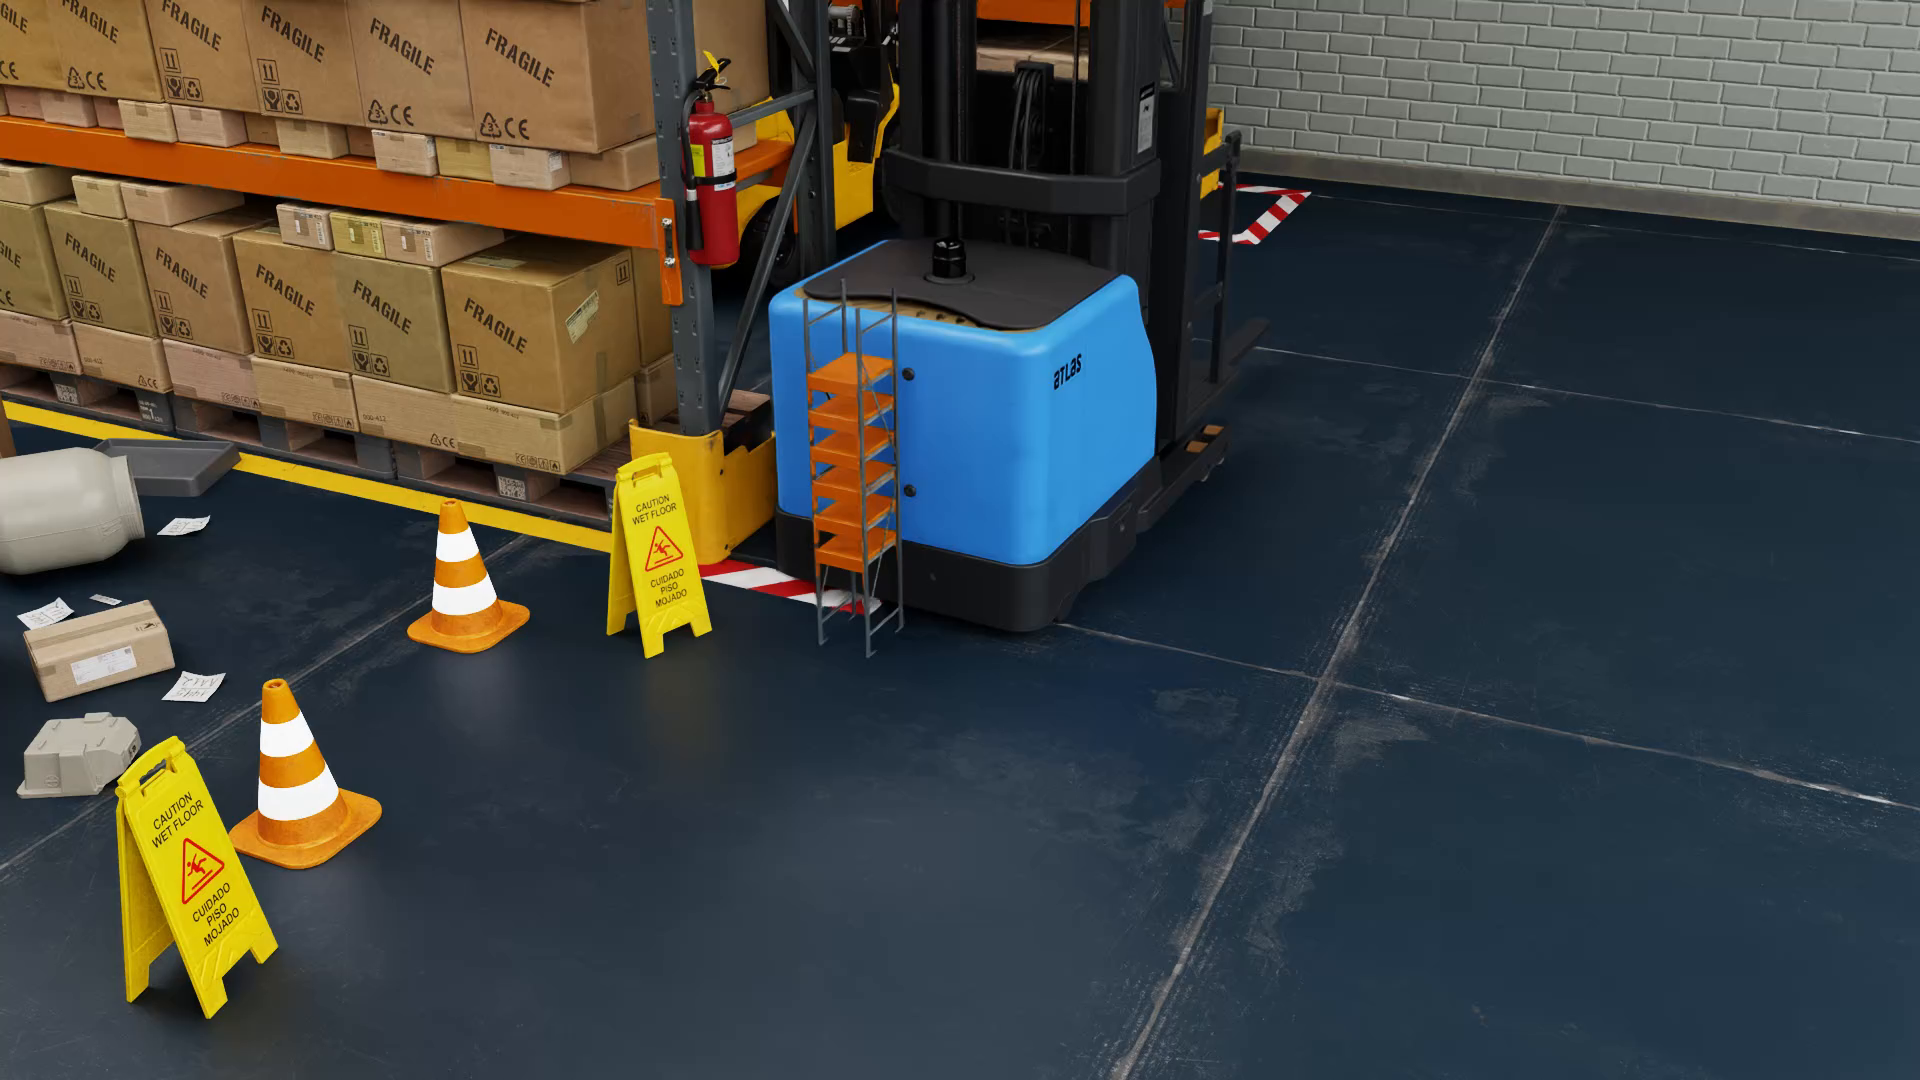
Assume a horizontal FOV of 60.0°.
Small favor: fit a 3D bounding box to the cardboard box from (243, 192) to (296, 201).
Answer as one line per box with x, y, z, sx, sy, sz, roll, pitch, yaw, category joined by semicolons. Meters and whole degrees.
-2.808;-1.334;7.352;0.500;0.500;0.500;13;29;24;cardboard box

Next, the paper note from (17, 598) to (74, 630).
-3.141;0.252;5.716;0.142;0.019;0.148;23;35;39;paper note

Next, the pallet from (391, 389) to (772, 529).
-1.539;-0.423;6.869;1.213;0.211;1.003;11;28;22;pallet

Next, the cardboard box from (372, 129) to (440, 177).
-1.922;-1.459;6.101;0.250;0.149;0.380;12;29;23;cardboard box

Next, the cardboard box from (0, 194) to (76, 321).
-3.961;-1.303;7.289;0.500;0.500;0.500;13;29;24;cardboard box

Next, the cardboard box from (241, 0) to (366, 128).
-2.261;-1.850;6.162;0.500;0.500;0.500;11;28;22;cardboard box

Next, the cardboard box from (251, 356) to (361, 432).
-2.539;-0.683;6.878;0.500;0.250;0.500;10;28;20;cardboard box

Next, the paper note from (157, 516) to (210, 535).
-2.954;-0.058;6.333;0.148;0.019;0.142;2;26;4;paper note

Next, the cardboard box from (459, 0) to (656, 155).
-1.353;-1.664;5.783;0.500;0.500;0.500;11;28;21;cardboard box

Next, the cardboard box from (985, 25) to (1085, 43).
0.491;-3.151;10.759;0.500;0.250;0.500;11;28;22;cardboard box

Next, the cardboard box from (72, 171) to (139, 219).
-3.403;-1.454;6.861;0.250;0.149;0.380;13;29;24;cardboard box

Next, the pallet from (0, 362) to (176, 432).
-3.760;-0.869;7.775;1.213;0.211;1.003;11;28;22;pallet

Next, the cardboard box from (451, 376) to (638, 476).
-1.614;-0.496;6.499;0.500;0.250;0.500;11;28;22;cardboard box

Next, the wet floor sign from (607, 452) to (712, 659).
-1.015;0.024;5.470;0.232;0.644;0.267;23;35;39;wet floor sign

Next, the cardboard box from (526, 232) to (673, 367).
-1.387;-1.051;6.777;0.500;0.500;0.500;10;28;20;cardboard box

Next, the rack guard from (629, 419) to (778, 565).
-0.814;-0.389;6.475;0.348;0.500;1.175;11;28;22;rack guard

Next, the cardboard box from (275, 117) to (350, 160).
-2.367;-1.572;6.332;0.250;0.149;0.380;11;28;21;cardboard box

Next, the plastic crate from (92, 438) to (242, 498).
-3.297;-0.302;6.772;0.583;0.080;0.402;2;26;4;plastic crate

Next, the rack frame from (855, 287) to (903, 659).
-0.252;-0.194;5.283;0.006;1.200;0.240;13;29;24;rack frame

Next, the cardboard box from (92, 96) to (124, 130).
-3.260;-1.772;6.738;0.250;0.149;0.380;11;28;22;cardboard box

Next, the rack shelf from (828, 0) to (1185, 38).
-0.514;-3.536;10.851;4.000;0.370;1.077;11;28;22;rack shelf

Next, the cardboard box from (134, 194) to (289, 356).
-2.998;-1.114;6.906;0.500;0.500;0.500;13;29;24;cardboard box

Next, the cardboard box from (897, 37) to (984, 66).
-0.173;-3.035;10.524;0.500;0.250;0.500;12;29;22;cardboard box

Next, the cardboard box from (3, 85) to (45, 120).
-3.726;-1.867;6.931;0.250;0.149;0.380;11;28;22;cardboard box

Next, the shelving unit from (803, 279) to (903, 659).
-0.333;-0.212;5.321;0.189;1.200;0.258;13;29;24;shelving unit

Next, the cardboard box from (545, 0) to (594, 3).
-1.300;-2.129;5.597;0.500;0.500;0.700;11;28;21;cardboard box

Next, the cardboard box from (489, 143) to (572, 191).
-1.451;-1.368;5.918;0.250;0.149;0.380;11;28;21;cardboard box

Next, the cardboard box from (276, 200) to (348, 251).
-2.411;-1.257;6.461;0.250;0.149;0.380;13;29;24;cardboard box

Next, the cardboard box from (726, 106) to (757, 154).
-0.969;-1.530;6.245;0.250;0.149;0.380;11;28;22;cardboard box

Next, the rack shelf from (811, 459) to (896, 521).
-0.333;-0.172;5.341;0.180;0.103;0.258;13;29;24;rack shelf

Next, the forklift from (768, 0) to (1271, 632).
0.477;-1.631;6.244;1.130;2.935;3.031;13;29;24;forklift

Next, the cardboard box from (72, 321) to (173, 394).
-3.470;-0.874;7.266;0.500;0.250;0.500;13;29;25;cardboard box

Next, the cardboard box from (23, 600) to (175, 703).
-2.774;0.355;5.361;0.380;0.149;0.250;-18;31;-31;cardboard box

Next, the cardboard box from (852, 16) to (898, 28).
-0.424;-3.343;11.150;0.500;0.250;0.500;11;28;21;cardboard box

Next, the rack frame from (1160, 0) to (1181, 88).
1.306;-3.493;9.950;0.127;3.000;1.000;11;28;22;rack frame

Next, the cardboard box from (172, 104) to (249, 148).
-2.831;-1.657;6.503;0.250;0.149;0.380;11;28;22;cardboard box

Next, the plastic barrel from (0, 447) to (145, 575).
-3.252;-0.110;5.994;0.512;0.421;0.421;-12;29;-23;plastic barrel

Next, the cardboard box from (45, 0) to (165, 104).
-3.183;-2.035;6.537;0.500;0.500;0.500;11;28;21;cardboard box

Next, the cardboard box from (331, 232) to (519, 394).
-2.059;-0.924;6.519;0.500;0.500;0.500;12;29;24;cardboard box

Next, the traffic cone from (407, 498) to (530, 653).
-1.671;0.081;5.561;0.334;0.463;0.336;11;28;22;traffic cone

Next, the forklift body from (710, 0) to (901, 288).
-1.175;-2.726;9.352;1.214;2.155;2.313;11;28;22;forklift body

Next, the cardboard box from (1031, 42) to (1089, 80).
0.758;-2.856;10.160;0.500;0.250;0.500;12;29;24;cardboard box

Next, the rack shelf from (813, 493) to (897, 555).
-0.333;-0.065;5.394;0.180;0.103;0.258;13;29;24;rack shelf

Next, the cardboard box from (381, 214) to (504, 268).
-1.944;-1.161;6.266;0.250;0.149;0.380;12;29;23;cardboard box

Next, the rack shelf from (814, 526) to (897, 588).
-0.332;0.043;5.448;0.180;0.103;0.258;13;29;24;rack shelf
